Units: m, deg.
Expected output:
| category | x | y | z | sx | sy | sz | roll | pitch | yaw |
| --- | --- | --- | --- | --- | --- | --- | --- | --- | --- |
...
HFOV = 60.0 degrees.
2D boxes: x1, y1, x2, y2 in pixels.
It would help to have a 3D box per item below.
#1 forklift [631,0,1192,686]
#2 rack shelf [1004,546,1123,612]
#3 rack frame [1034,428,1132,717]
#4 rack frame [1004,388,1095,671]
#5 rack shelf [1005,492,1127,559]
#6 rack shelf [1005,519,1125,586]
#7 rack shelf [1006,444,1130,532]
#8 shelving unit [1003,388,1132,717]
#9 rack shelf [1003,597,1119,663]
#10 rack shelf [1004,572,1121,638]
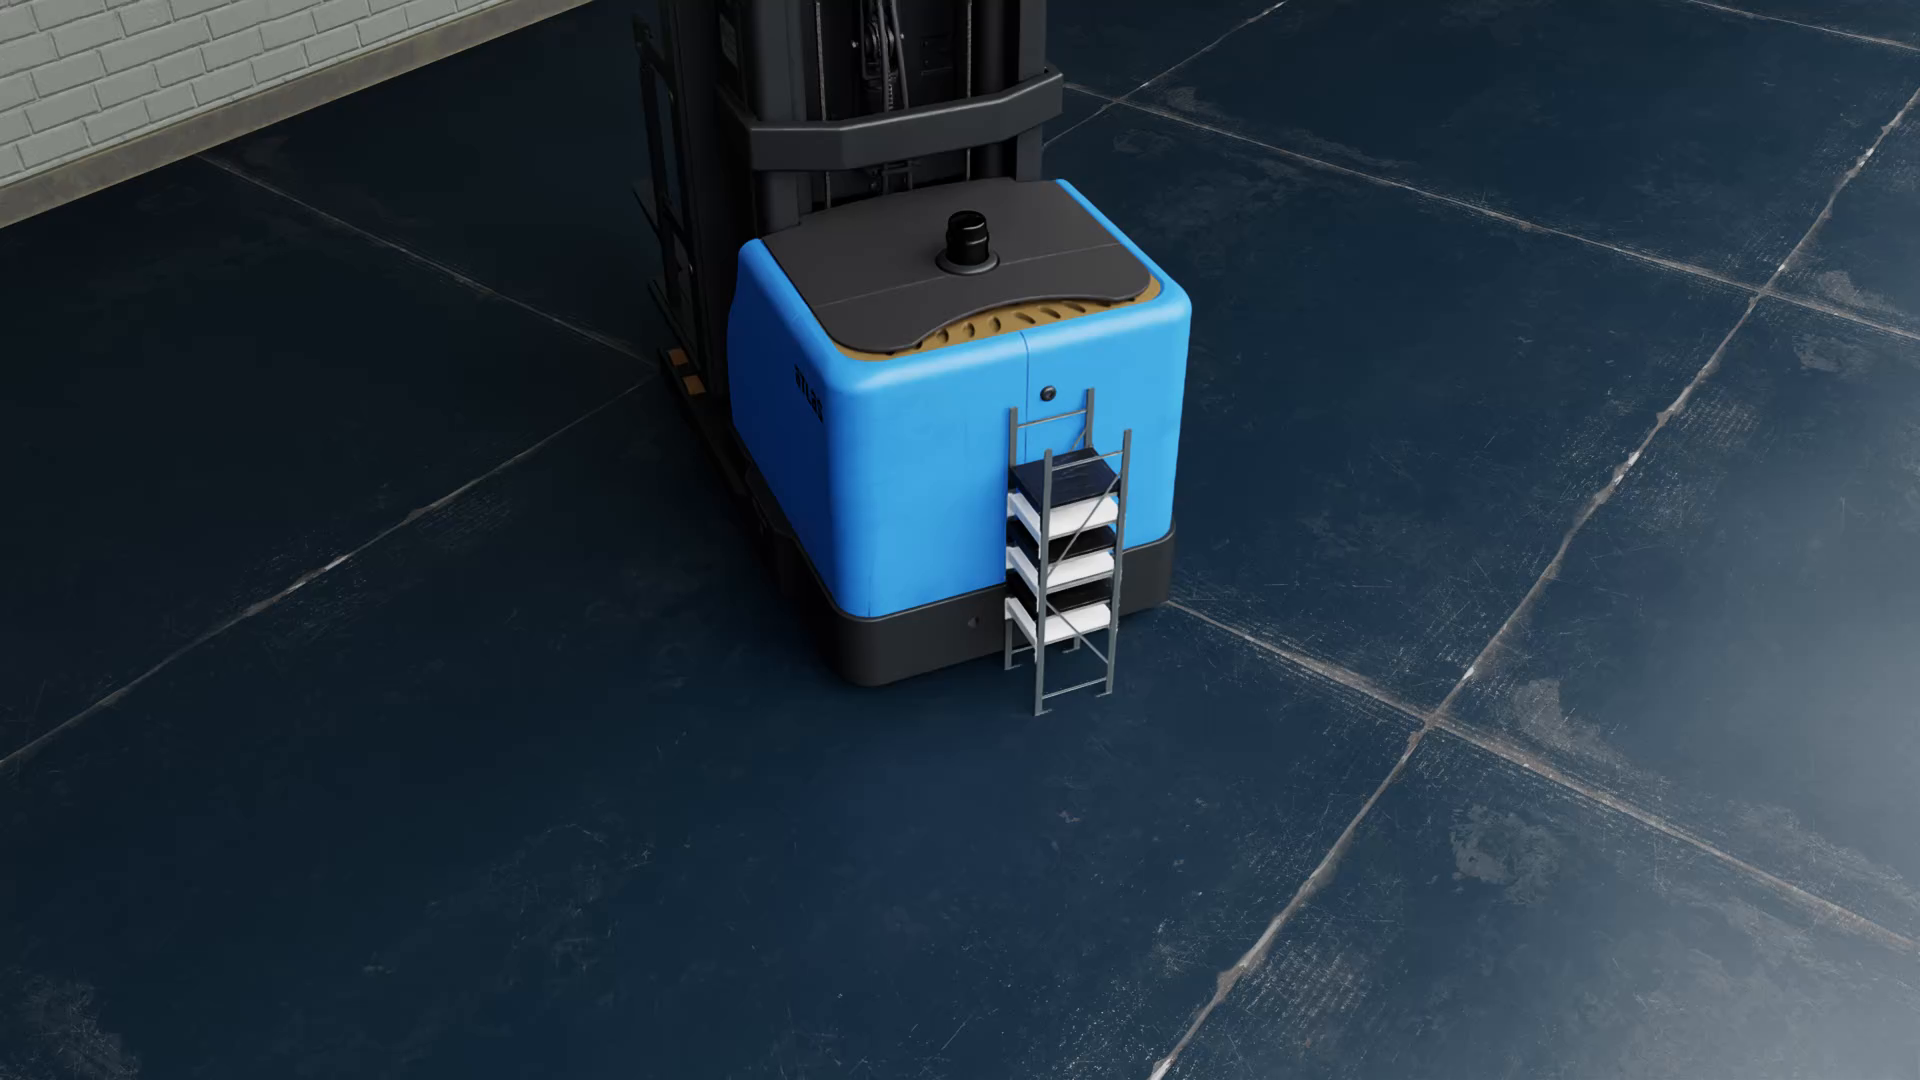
| category | x | y | z | sx | sy | sz | roll | pitch | yaw |
| --- | --- | --- | --- | --- | --- | --- | --- | --- | --- |
| forklift | -0.420 | -1.656 | 4.987 | 1.130 | 2.935 | 3.031 | -15 | 40 | -18 |
| rack shelf | 0.278 | 0.075 | 4.479 | 0.258 | 0.077 | 0.200 | -15 | 40 | -18 |
| rack frame | 0.318 | 0.106 | 4.384 | 0.240 | 0.900 | 0.006 | -15 | 40 | -18 |
| rack frame | 0.238 | -0.009 | 4.532 | 0.240 | 0.900 | 0.006 | -15 | 40 | -18 |
| rack shelf | 0.278 | -0.067 | 4.368 | 0.258 | 0.077 | 0.200 | -15 | 40 | -18 |
| rack shelf | 0.278 | 0.004 | 4.423 | 0.258 | 0.077 | 0.200 | -15 | 40 | -18 |
| rack shelf | 0.278 | -0.138 | 4.312 | 0.258 | 0.077 | 0.200 | -15 | 40 | -18 |
| shelving unit | 0.278 | 0.049 | 4.458 | 0.258 | 0.900 | 0.210 | -15 | 40 | -18 |
| rack shelf | 0.278 | 0.217 | 4.589 | 0.258 | 0.077 | 0.200 | -15 | 40 | -18 |
| rack shelf | 0.278 | 0.146 | 4.534 | 0.258 | 0.077 | 0.200 | -15 | 40 | -18 |
